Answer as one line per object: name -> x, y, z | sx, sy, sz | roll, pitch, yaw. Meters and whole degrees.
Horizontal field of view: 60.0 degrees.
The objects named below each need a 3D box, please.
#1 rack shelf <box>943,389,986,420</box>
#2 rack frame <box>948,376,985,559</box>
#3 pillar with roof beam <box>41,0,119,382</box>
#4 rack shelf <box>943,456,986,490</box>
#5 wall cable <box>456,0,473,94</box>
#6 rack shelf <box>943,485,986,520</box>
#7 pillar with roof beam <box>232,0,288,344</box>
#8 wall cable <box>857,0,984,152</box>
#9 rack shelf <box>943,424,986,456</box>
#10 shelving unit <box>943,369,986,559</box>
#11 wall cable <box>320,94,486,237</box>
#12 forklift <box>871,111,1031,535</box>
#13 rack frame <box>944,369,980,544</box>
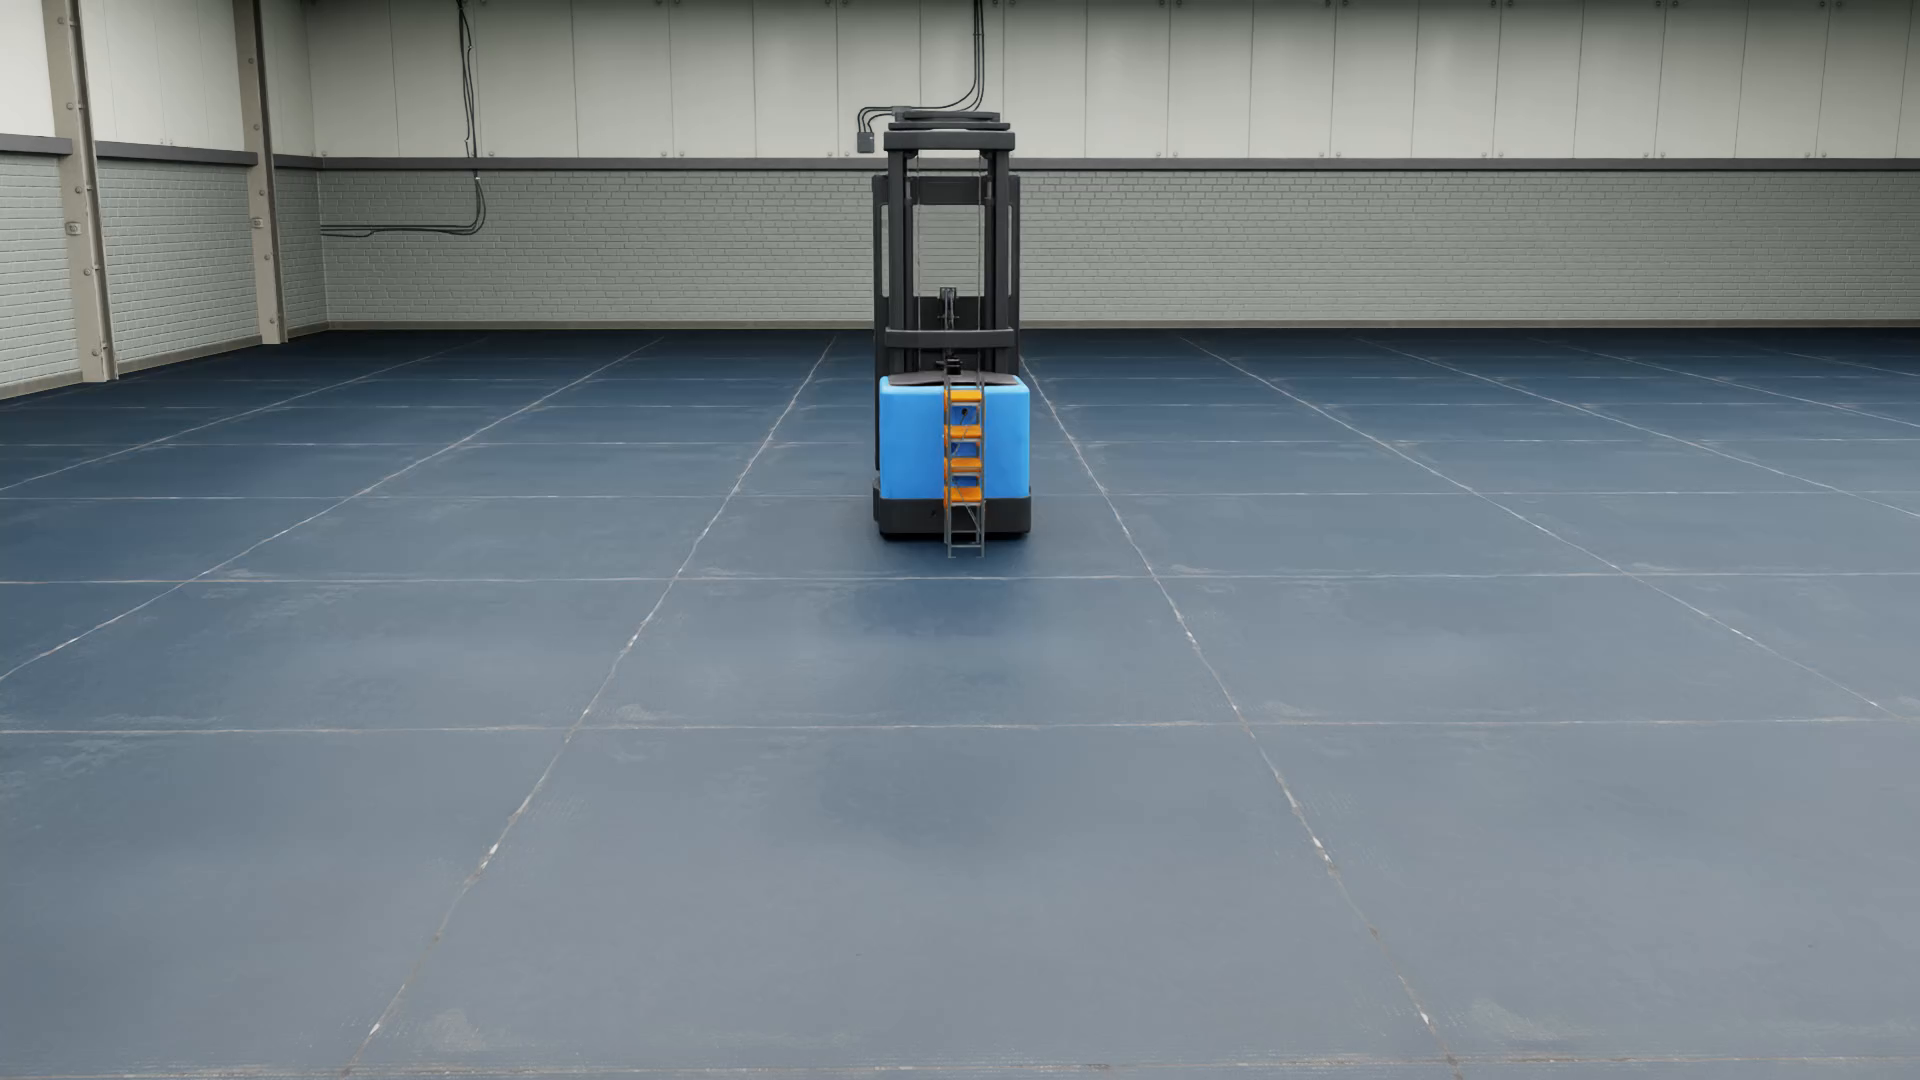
rack shelf -> 0.026, -0.900, 11.001 | 0.258, 0.148, 0.480 | -1, 11, -3
rack frame -> 0.040, -0.467, 10.841 | 0.240, 1.200, 0.015 | -1, 11, -3
pillar with roof beam -> -7.036, -6.531, 21.117 | 9.100, 9.000, 0.400 | 0, 11, -1
rack shelf -> 0.026, -0.449, 11.093 | 0.258, 0.148, 0.480 | -1, 11, -3
wall cable -> -7.498, -9.261, 29.683 | 3.097, 2.526, 0.112 | 0, 11, -1
rack shelf -> 0.026, -0.254, 11.132 | 0.258, 0.148, 0.480 | -1, 11, -3
pillar with roof beam -> -7.160, -7.723, 26.996 | 9.100, 9.000, 0.400 | 0, 11, -1
wall cable -> -0.711, -9.999, 29.660 | 2.305, 6.003, 0.169 | 0, 11, -1
rack shelf -> 0.026, -0.668, 11.048 | 0.258, 0.148, 0.480 | -1, 11, -3
shelving unit -> 0.026, -0.515, 11.080 | 0.258, 1.200, 0.503 | -1, 11, -3
wall cable -> -10.203, -6.775, 30.131 | 3.097, 2.526, 0.112 | 0, 11, -1
forklift -> -0.115, -1.715, 12.641 | 1.130, 2.935, 3.031 | -1, 11, -3
rack frame -> 0.011, -0.563, 11.318 | 0.240, 1.200, 0.015 | -1, 11, -3
